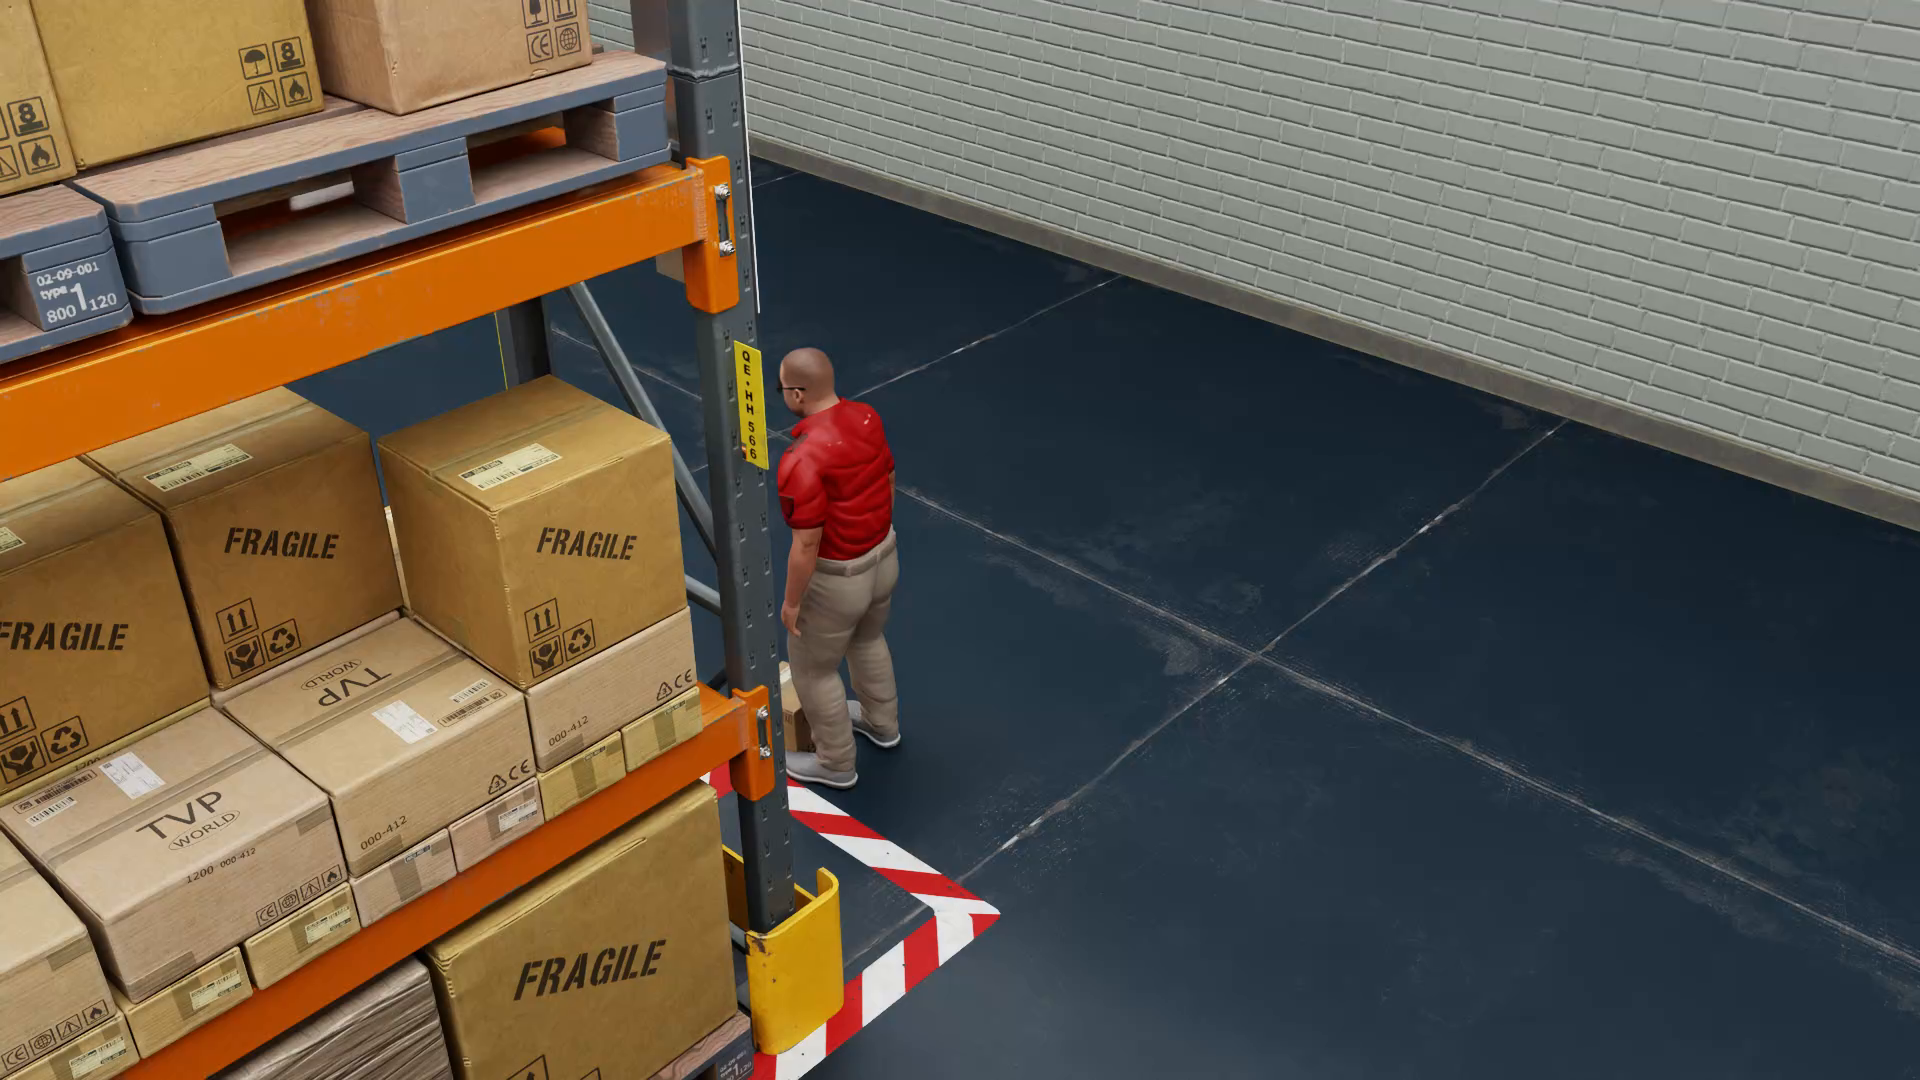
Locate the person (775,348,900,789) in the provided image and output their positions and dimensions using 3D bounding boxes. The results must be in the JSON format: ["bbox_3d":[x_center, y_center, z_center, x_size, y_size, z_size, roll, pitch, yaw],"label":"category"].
[{"bbox_3d":[-0.445,0.109,5.967,0.392,1.725,0.591,18,36,28],"label":"person"}]
